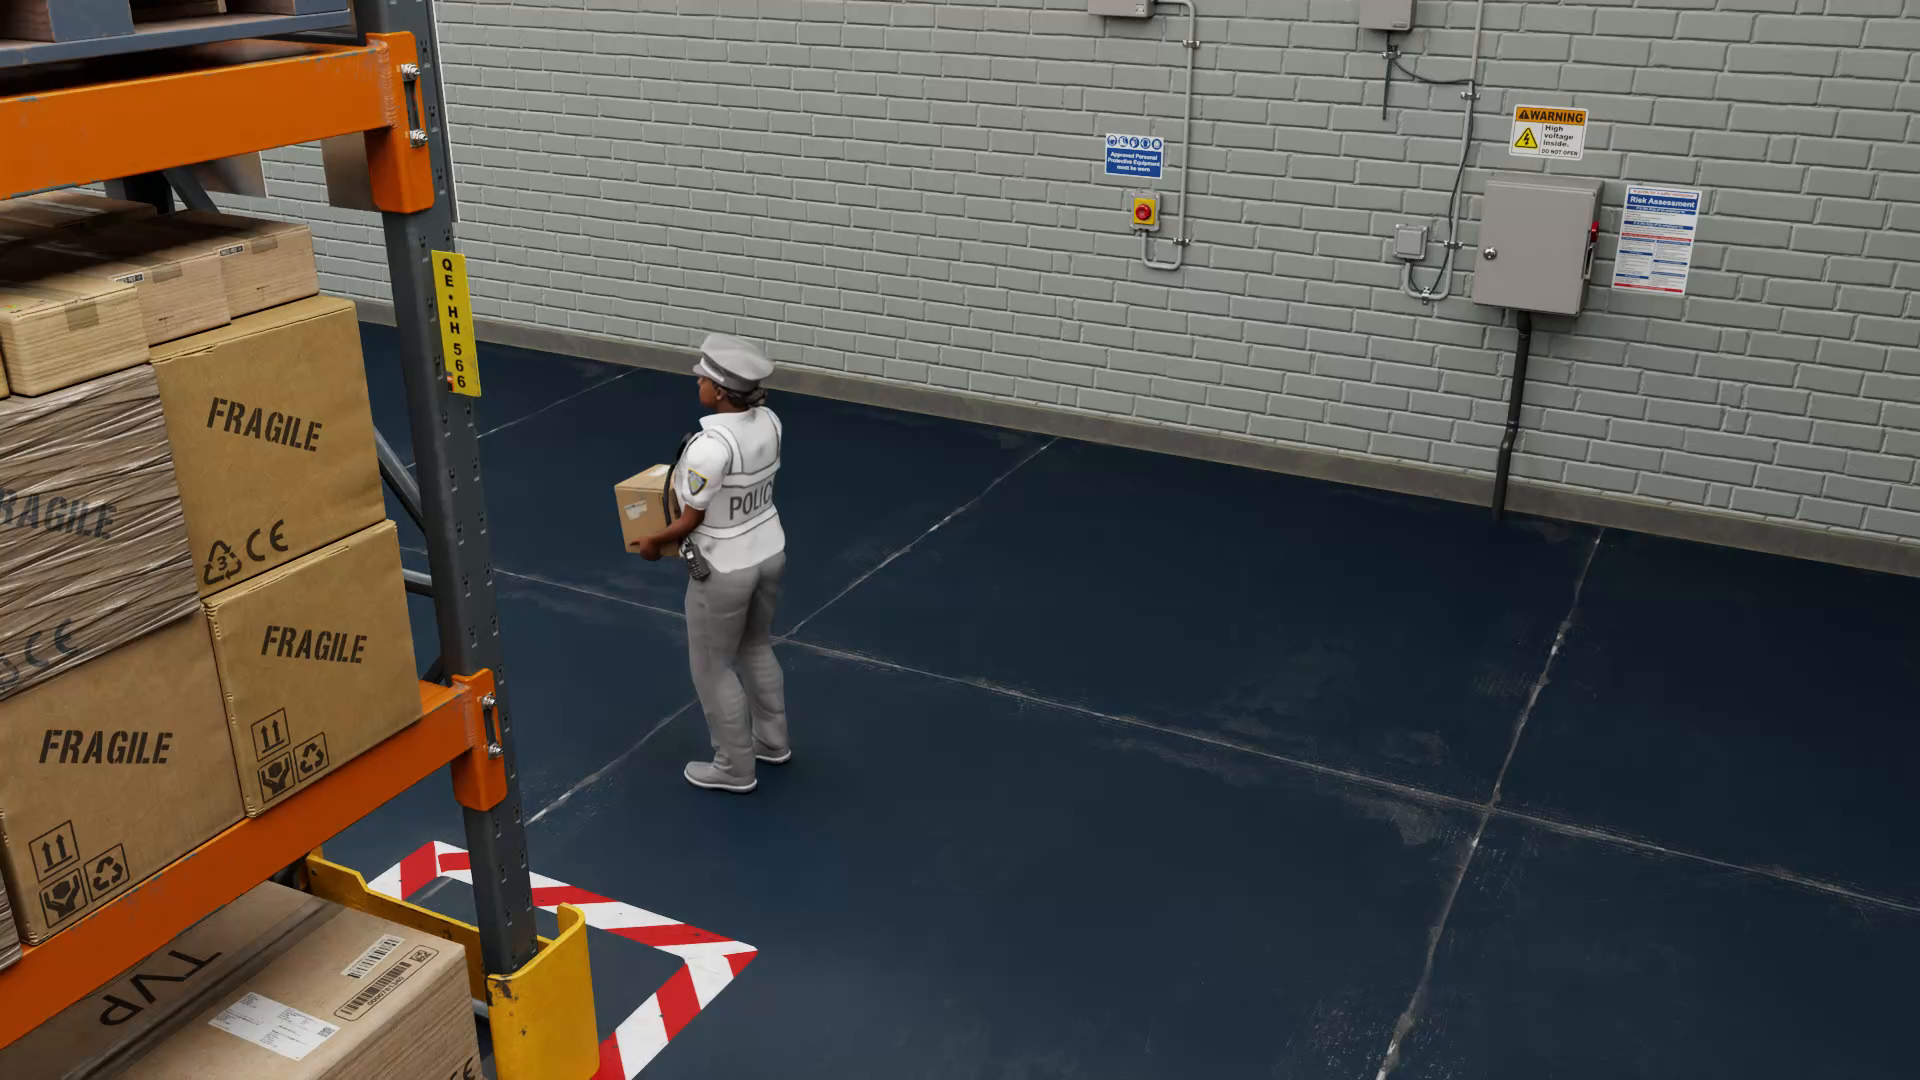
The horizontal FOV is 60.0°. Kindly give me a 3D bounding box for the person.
[{"bbox_3d":[-0.869,0.071,5.897,0.535,1.687,0.451,12,26,26],"label":"person"}]
